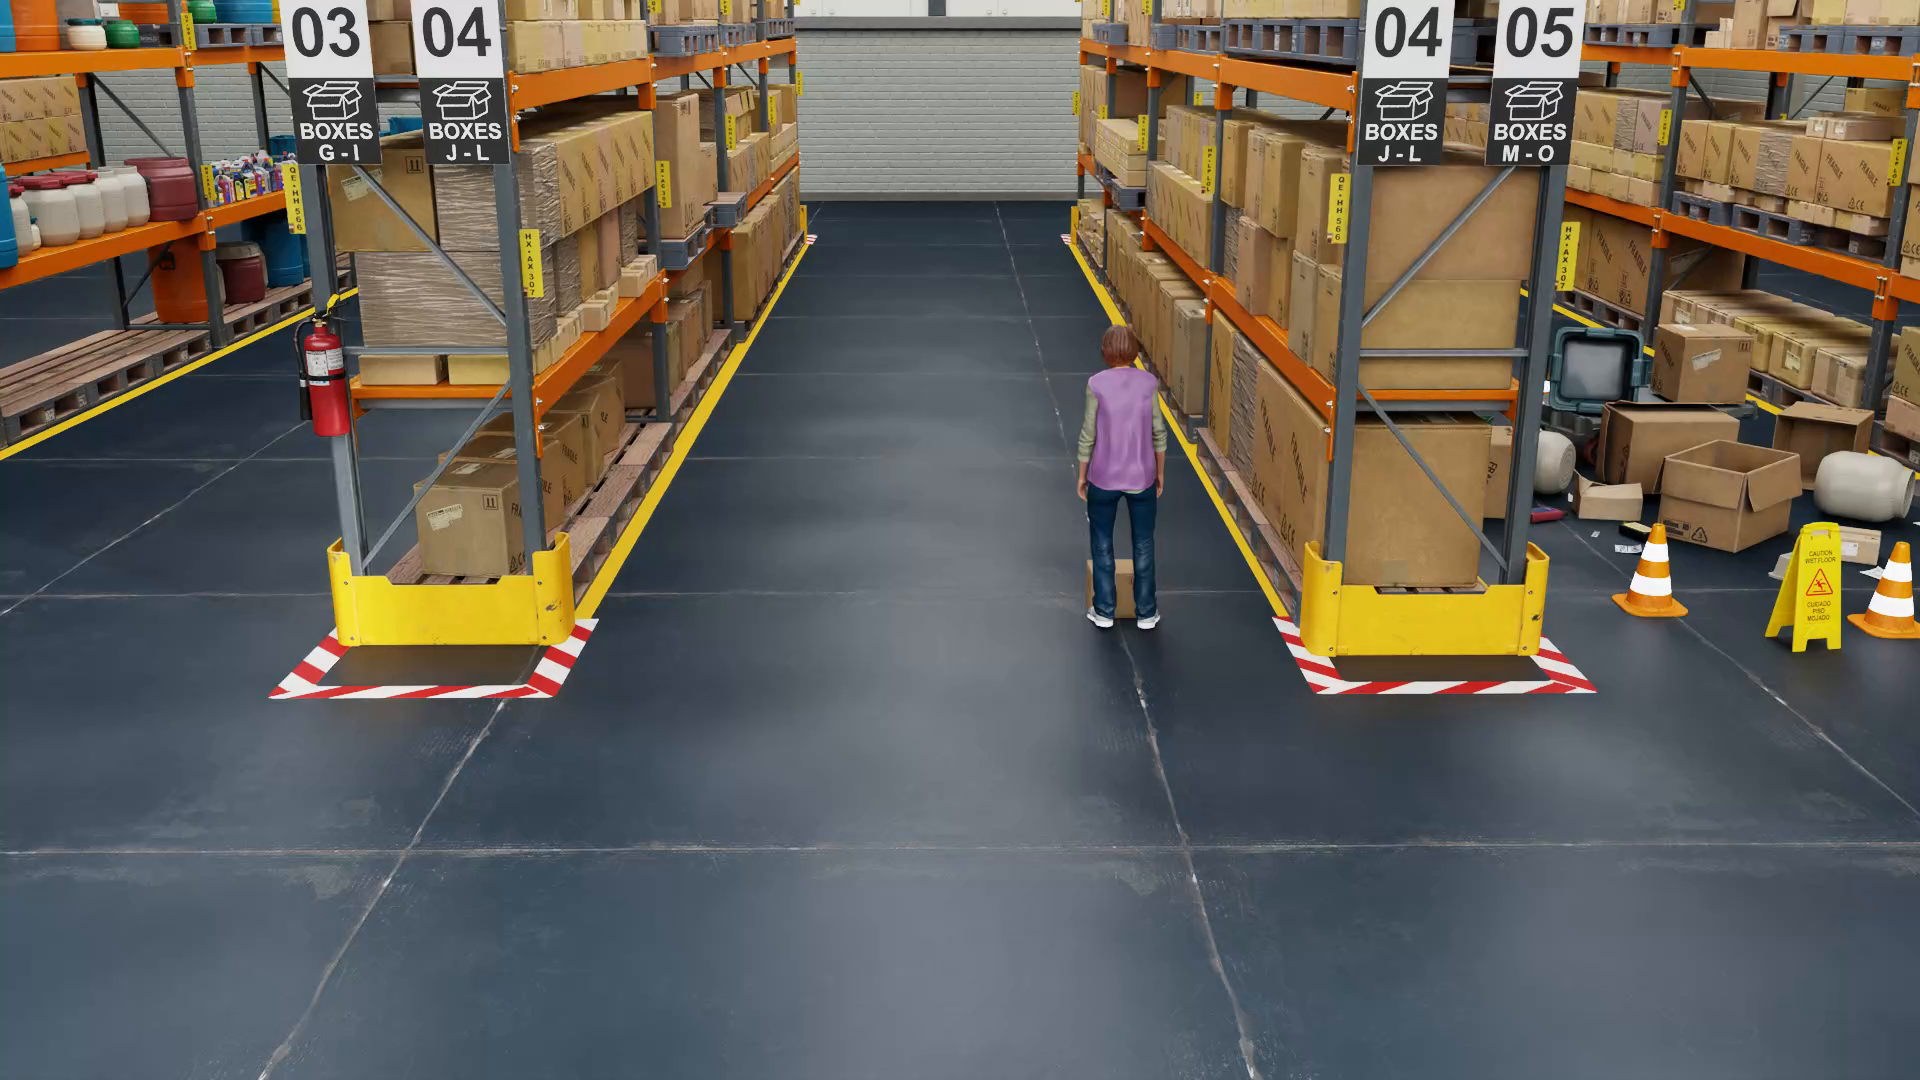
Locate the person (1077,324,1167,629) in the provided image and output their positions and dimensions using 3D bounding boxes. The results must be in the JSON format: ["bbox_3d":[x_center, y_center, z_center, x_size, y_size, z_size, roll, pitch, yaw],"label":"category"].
[{"bbox_3d":[0.832,-0.312,8.563,0.476,1.592,0.377,-1,17,-4],"label":"person"}]
